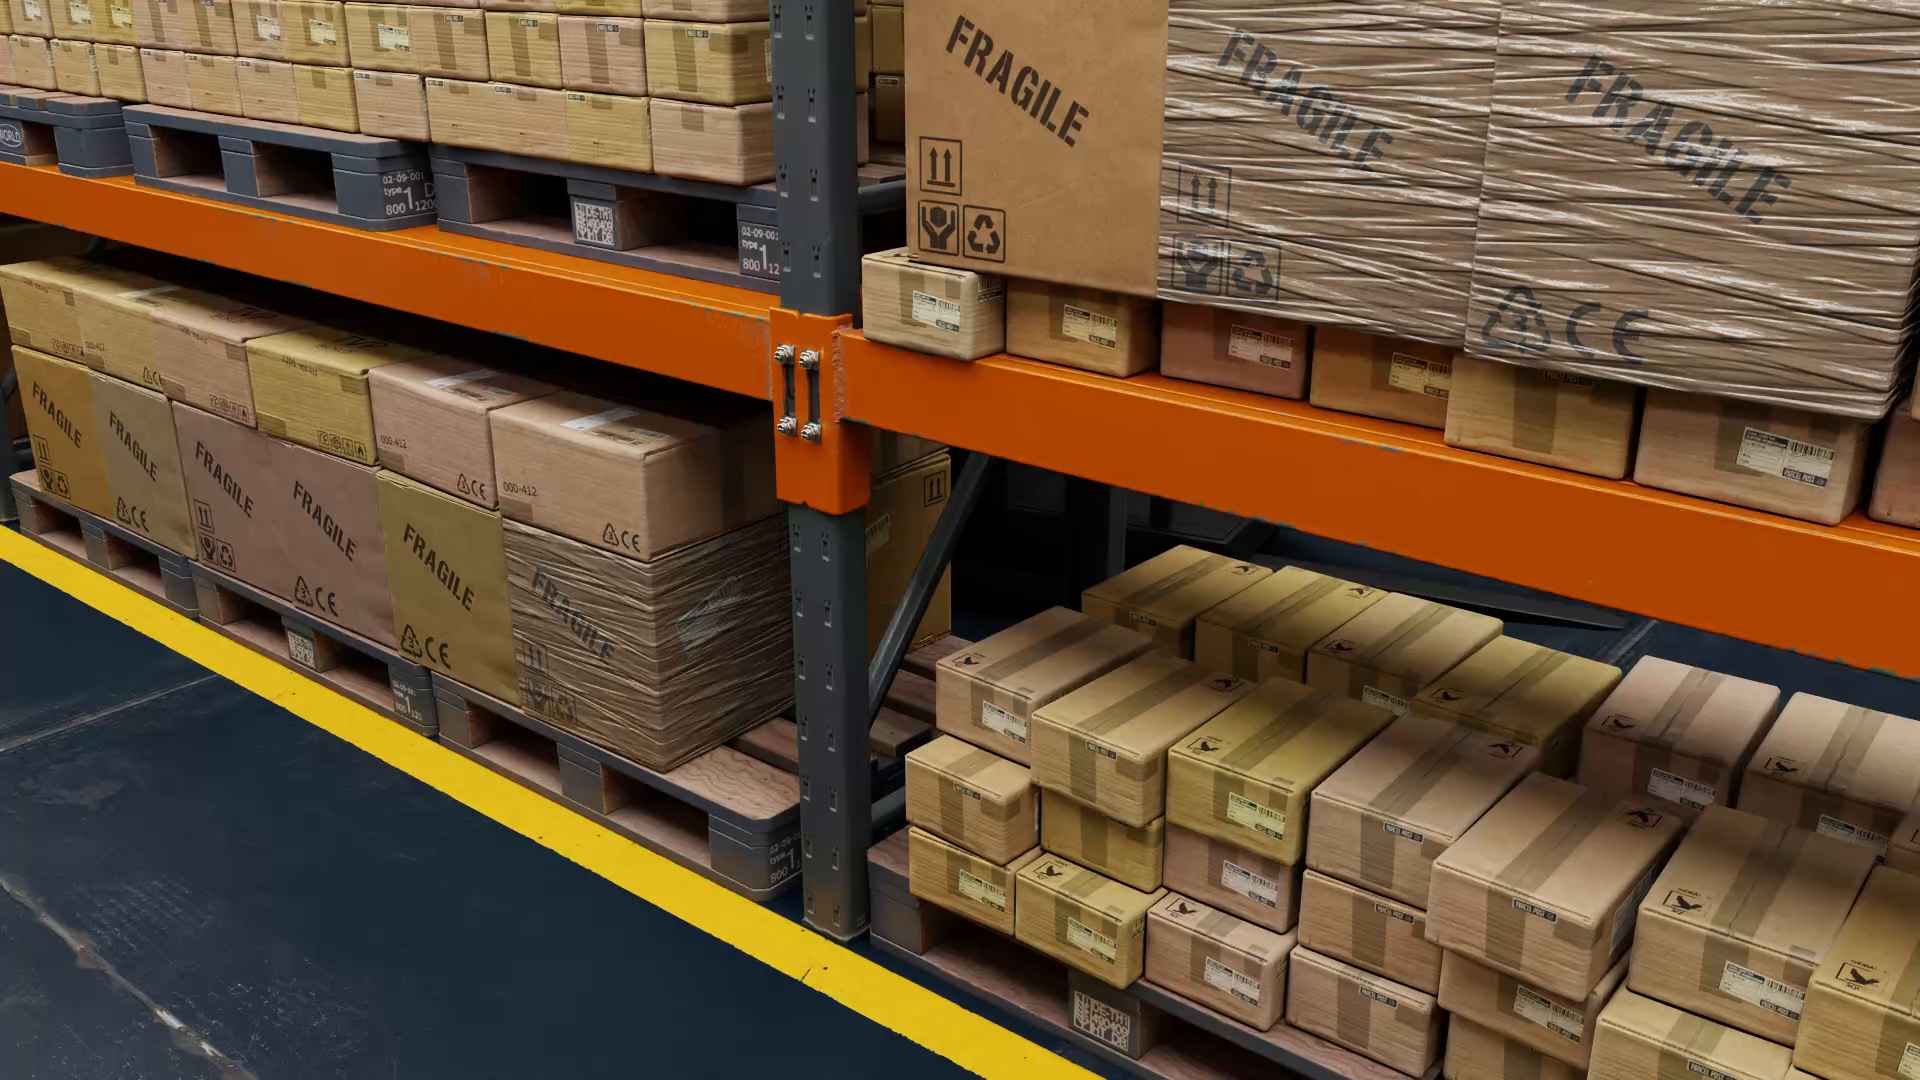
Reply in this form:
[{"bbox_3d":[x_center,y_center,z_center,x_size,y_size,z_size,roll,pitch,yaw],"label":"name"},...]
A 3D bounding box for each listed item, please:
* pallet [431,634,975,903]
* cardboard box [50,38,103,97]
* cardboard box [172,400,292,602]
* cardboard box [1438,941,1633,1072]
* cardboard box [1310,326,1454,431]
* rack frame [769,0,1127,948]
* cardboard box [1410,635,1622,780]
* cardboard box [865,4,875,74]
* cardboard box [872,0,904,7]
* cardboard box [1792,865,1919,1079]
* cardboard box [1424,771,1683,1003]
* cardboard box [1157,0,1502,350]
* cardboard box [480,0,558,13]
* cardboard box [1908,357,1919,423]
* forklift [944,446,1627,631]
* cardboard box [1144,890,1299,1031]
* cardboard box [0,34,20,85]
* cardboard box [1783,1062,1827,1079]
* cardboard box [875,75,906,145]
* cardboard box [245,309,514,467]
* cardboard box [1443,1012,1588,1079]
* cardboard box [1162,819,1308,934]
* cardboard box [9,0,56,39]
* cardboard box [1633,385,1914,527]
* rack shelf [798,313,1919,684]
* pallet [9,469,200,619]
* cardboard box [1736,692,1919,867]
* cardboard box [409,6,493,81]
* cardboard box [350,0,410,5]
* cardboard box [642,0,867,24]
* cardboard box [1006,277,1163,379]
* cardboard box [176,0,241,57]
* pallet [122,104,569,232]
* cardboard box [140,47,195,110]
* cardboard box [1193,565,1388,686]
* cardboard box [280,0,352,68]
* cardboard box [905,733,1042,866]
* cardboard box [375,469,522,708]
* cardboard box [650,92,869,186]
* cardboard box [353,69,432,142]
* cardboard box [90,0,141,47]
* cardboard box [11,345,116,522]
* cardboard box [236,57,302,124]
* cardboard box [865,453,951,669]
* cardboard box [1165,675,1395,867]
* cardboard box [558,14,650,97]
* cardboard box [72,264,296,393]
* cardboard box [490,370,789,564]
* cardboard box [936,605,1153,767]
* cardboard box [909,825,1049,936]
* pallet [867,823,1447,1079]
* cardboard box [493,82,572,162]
[{"bbox_3d":[-0.572,0.419,4.257,1.213,0.211,1.003,16,26,36],"label":"pallet"},{"bbox_3d":[-2.430,-1.409,4.913,0.250,0.149,0.380,18,27,39],"label":"cardboard box"},{"bbox_3d":[-1.887,-0.180,4.841,0.500,0.500,0.500,15,26,35],"label":"cardboard box"},{"bbox_3d":[0.981,0.660,2.692,0.250,0.149,0.380,18,27,39],"label":"cardboard box"},{"bbox_3d":[0.739,-0.297,2.562,0.250,0.149,0.380,15,25,34],"label":"cardboard box"},{"bbox_3d":[0.033,-0.712,3.306,0.127,3.000,1.000,16,26,36],"label":"rack frame"},{"bbox_3d":[1.045,0.334,3.133,0.250,0.149,0.380,17,27,38],"label":"cardboard box"},{"bbox_3d":[-0.184,-1.201,3.942,0.250,0.149,0.380,15,26,35],"label":"cardboard box"},{"bbox_3d":[0.018,-1.283,3.738,0.250,0.149,0.380,18,27,39],"label":"cardboard box"},{"bbox_3d":[1.363,0.636,2.333,0.250,0.149,0.380,16,26,37],"label":"cardboard box"},{"bbox_3d":[0.933,0.532,2.608,0.250,0.149,0.380,17,26,37],"label":"cardboard box"},{"bbox_3d":[0.645,-0.610,2.473,0.500,0.500,0.500,16,26,36],"label":"cardboard box"},{"bbox_3d":[-0.809,-1.224,3.580,0.250,0.149,0.380,15,25,35],"label":"cardboard box"},{"bbox_3d":[1.446,-0.377,1.853,0.500,0.500,0.500,18,27,39],"label":"cardboard box"},{"bbox_3d":[0.558,-1.271,4.886,3.031,2.935,1.130,10,23,25],"label":"forklift"},{"bbox_3d":[0.543,0.695,3.020,0.250,0.149,0.380,16,26,36],"label":"cardboard box"},{"bbox_3d":[-2.847,-1.529,5.232,0.250,0.149,0.380,16,26,36],"label":"cardboard box"},{"bbox_3d":[1.311,0.795,2.332,0.250,0.149,0.380,16,26,37],"label":"cardboard box"},{"bbox_3d":[0.018,-1.005,3.843,0.250,0.149,0.380,15,25,34],"label":"cardboard box"},{"bbox_3d":[-1.513,-0.420,4.414,0.500,0.250,0.500,15,25,34],"label":"cardboard box"},{"bbox_3d":[1.002,0.788,2.772,0.250,0.149,0.380,15,25,34],"label":"cardboard box"},{"bbox_3d":[0.575,0.531,3.033,0.250,0.149,0.380,16,26,36],"label":"cardboard box"},{"bbox_3d":[-2.607,-1.600,5.000,0.250,0.149,0.380,18,27,39],"label":"cardboard box"},{"bbox_3d":[1.096,-0.162,2.202,0.250,0.149,0.380,17,27,39],"label":"cardboard box"},{"bbox_3d":[1.582,0.071,2.250,4.000,0.370,1.077,16,26,36],"label":"rack shelf"},{"bbox_3d":[-2.462,-0.125,5.701,1.213,0.211,1.003,16,26,36],"label":"pallet"},{"bbox_3d":[1.530,0.426,2.890,0.250,0.149,0.380,15,25,34],"label":"cardboard box"},{"bbox_3d":[-1.010,-1.140,3.778,0.250,0.149,0.380,15,25,35],"label":"cardboard box"},{"bbox_3d":[-1.201,-1.338,3.883,0.250,0.149,0.380,15,25,35],"label":"cardboard box"},{"bbox_3d":[-0.402,-1.106,3.267,0.250,0.149,0.380,18,27,39],"label":"cardboard box"},{"bbox_3d":[0.292,-0.405,2.846,0.250,0.149,0.380,17,27,38],"label":"cardboard box"},{"bbox_3d":[-1.820,-1.373,4.398,0.250,0.149,0.380,16,26,36],"label":"cardboard box"},{"bbox_3d":[-1.507,-1.085,4.565,1.213,0.211,1.003,16,26,36],"label":"pallet"},{"bbox_3d":[-2.012,-1.290,4.599,0.250,0.149,0.380,17,27,38],"label":"cardboard box"},{"bbox_3d":[0.696,0.201,3.486,0.250,0.149,0.380,16,26,37],"label":"cardboard box"},{"bbox_3d":[-1.424,-1.258,4.093,0.250,0.149,0.380,16,26,37],"label":"cardboard box"},{"bbox_3d":[0.111,0.454,3.236,0.250,0.149,0.380,18,27,39],"label":"cardboard box"},{"bbox_3d":[-1.097,0.050,4.232,0.500,0.500,0.500,15,26,35],"label":"cardboard box"},{"bbox_3d":[-0.400,-0.826,3.368,0.250,0.149,0.380,15,26,35],"label":"cardboard box"},{"bbox_3d":[-1.207,-1.056,3.979,0.250,0.149,0.380,15,25,34],"label":"cardboard box"},{"bbox_3d":[-2.203,-1.485,4.695,0.250,0.149,0.380,16,26,37],"label":"cardboard box"},{"bbox_3d":[-2.680,-0.404,5.436,0.500,0.500,0.500,15,25,34],"label":"cardboard box"},{"bbox_3d":[-1.618,-1.175,4.294,0.250,0.149,0.380,15,25,35],"label":"cardboard box"},{"bbox_3d":[-0.372,0.023,4.302,0.500,0.500,0.500,17,27,38],"label":"cardboard box"},{"bbox_3d":[0.571,0.401,2.956,0.250,0.149,0.380,16,26,36],"label":"cardboard box"},{"bbox_3d":[-0.605,-1.024,3.471,0.250,0.149,0.380,16,26,37],"label":"cardboard box"},{"bbox_3d":[-2.292,-0.649,5.024,0.500,0.250,0.500,16,26,36],"label":"cardboard box"},{"bbox_3d":[-0.704,-0.187,3.798,0.500,0.250,0.500,15,25,35],"label":"cardboard box"},{"bbox_3d":[0.168,0.280,3.276,0.250,0.149,0.380,17,27,38],"label":"cardboard box"},{"bbox_3d":[0.112,0.594,3.287,0.250,0.149,0.380,15,25,34],"label":"cardboard box"},{"bbox_3d":[0.575,0.733,3.426,1.213,0.211,1.003,16,26,36],"label":"pallet"},{"bbox_3d":[-0.794,-0.940,3.670,0.250,0.149,0.380,16,26,36],"label":"cardboard box"}]
